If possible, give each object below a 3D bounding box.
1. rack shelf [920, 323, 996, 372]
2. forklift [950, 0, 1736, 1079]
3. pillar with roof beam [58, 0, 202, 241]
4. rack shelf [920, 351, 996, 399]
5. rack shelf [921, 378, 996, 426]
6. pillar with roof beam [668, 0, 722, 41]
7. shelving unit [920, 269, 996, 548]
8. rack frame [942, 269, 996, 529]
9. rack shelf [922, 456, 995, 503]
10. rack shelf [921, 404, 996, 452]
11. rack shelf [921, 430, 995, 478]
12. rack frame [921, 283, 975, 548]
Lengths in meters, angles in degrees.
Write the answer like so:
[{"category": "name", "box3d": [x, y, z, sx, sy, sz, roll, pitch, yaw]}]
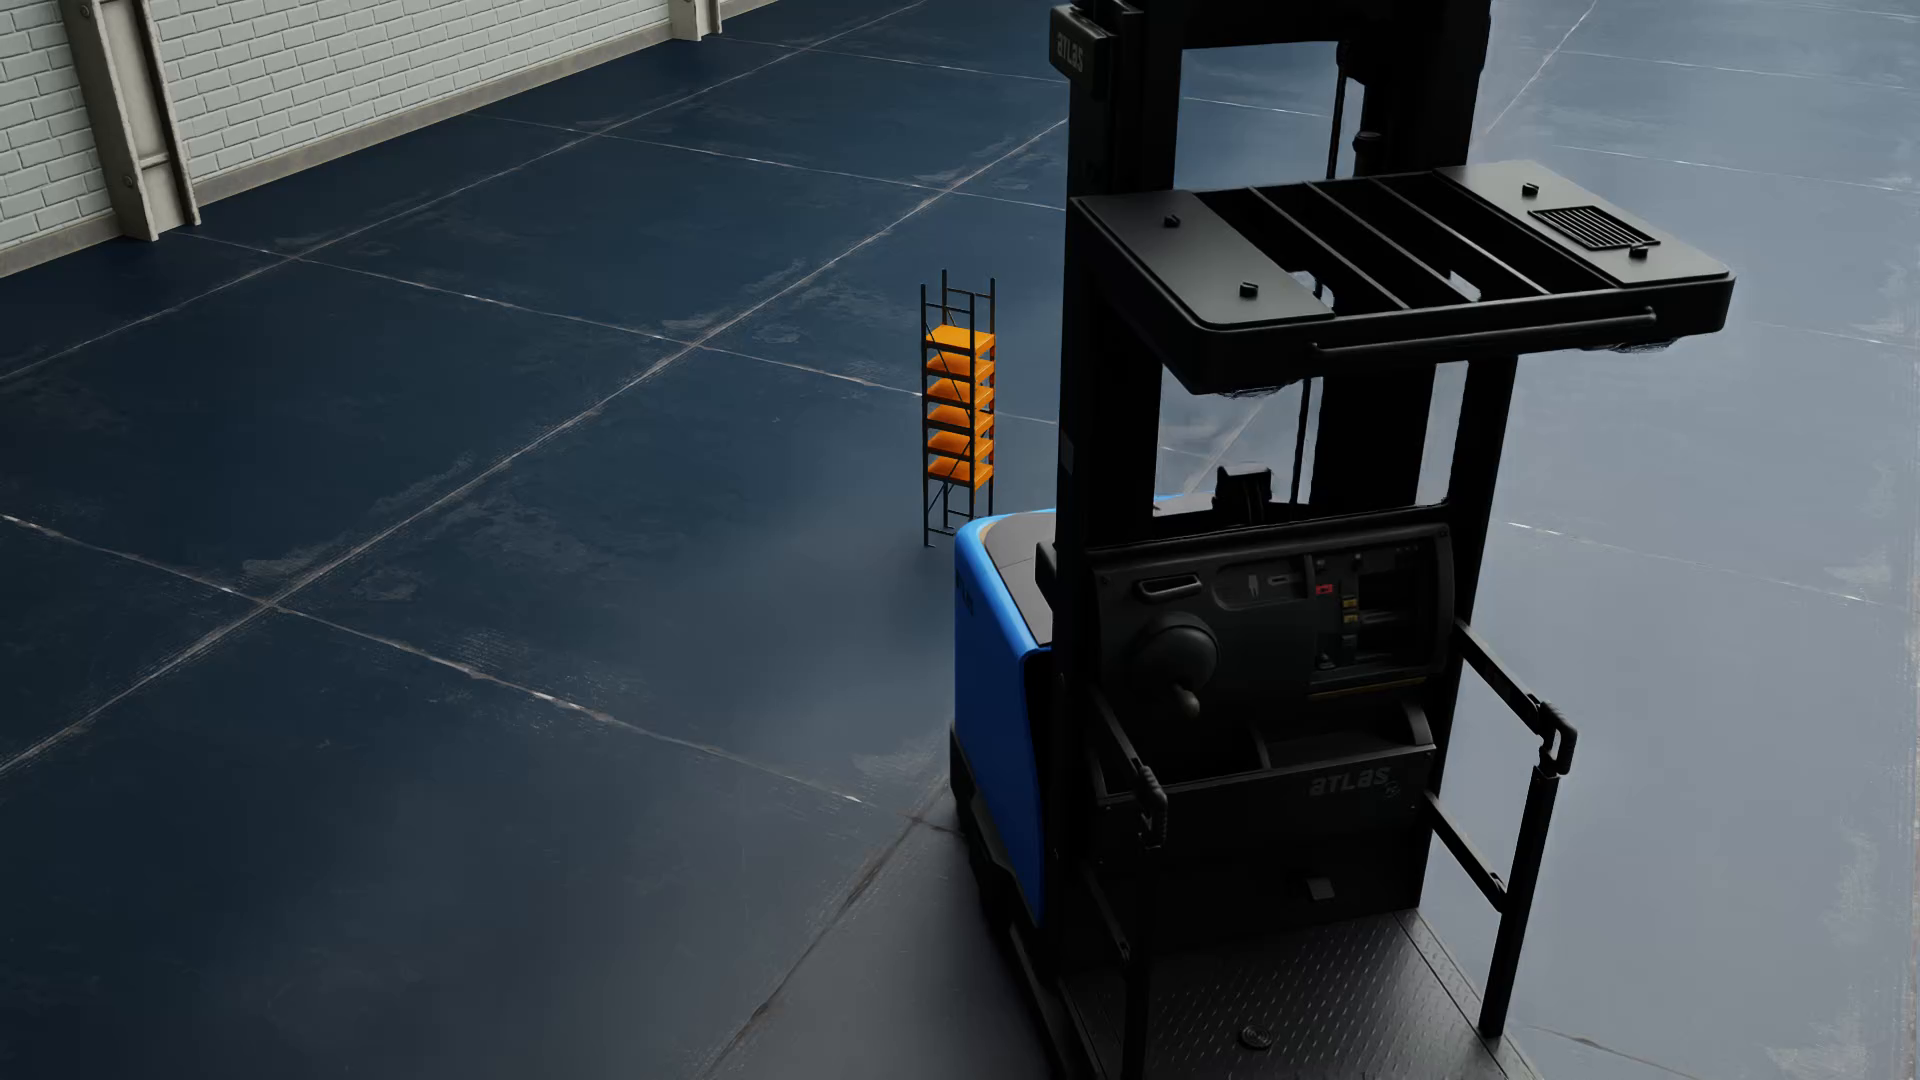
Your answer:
[{"category": "rack shelf", "box3d": [-0.007, -0.788, 6.783, 0.258, 0.103, 0.180, 14, 33, 23]}, {"category": "forklift", "box3d": [0.830, 0.245, 3.880, 1.130, 2.935, 3.031, -7, 31, -13]}, {"category": "pillar with roof beam", "box3d": [-1.340, -4.942, 6.819, 9.100, 9.000, 0.400, 14, 33, 23]}, {"category": "rack shelf", "box3d": [-0.007, -0.683, 6.843, 0.258, 0.103, 0.180, 14, 33, 23]}, {"category": "rack shelf", "box3d": [-0.007, -0.579, 6.902, 0.258, 0.103, 0.180, 14, 33, 23]}, {"category": "pillar with roof beam", "box3d": [1.393, -7.602, 11.451, 9.100, 9.000, 0.400, 14, 33, 23]}, {"category": "shelving unit", "box3d": [-0.007, -0.514, 6.940, 0.258, 1.200, 0.189, 14, 33, 23]}, {"category": "rack frame", "box3d": [0.035, -0.554, 7.011, 0.240, 1.200, 0.006, 14, 33, 23]}, {"category": "rack shelf", "box3d": [-0.007, -0.267, 7.082, 0.258, 0.103, 0.180, 14, 33, 23]}, {"category": "rack shelf", "box3d": [-0.007, -0.475, 6.962, 0.258, 0.103, 0.180, 14, 33, 23]}, {"category": "rack shelf", "box3d": [-0.007, -0.371, 7.022, 0.258, 0.103, 0.180, 14, 33, 23]}, {"category": "rack frame", "box3d": [-0.048, -0.473, 6.869, 0.240, 1.200, 0.006, 14, 33, 23]}]
